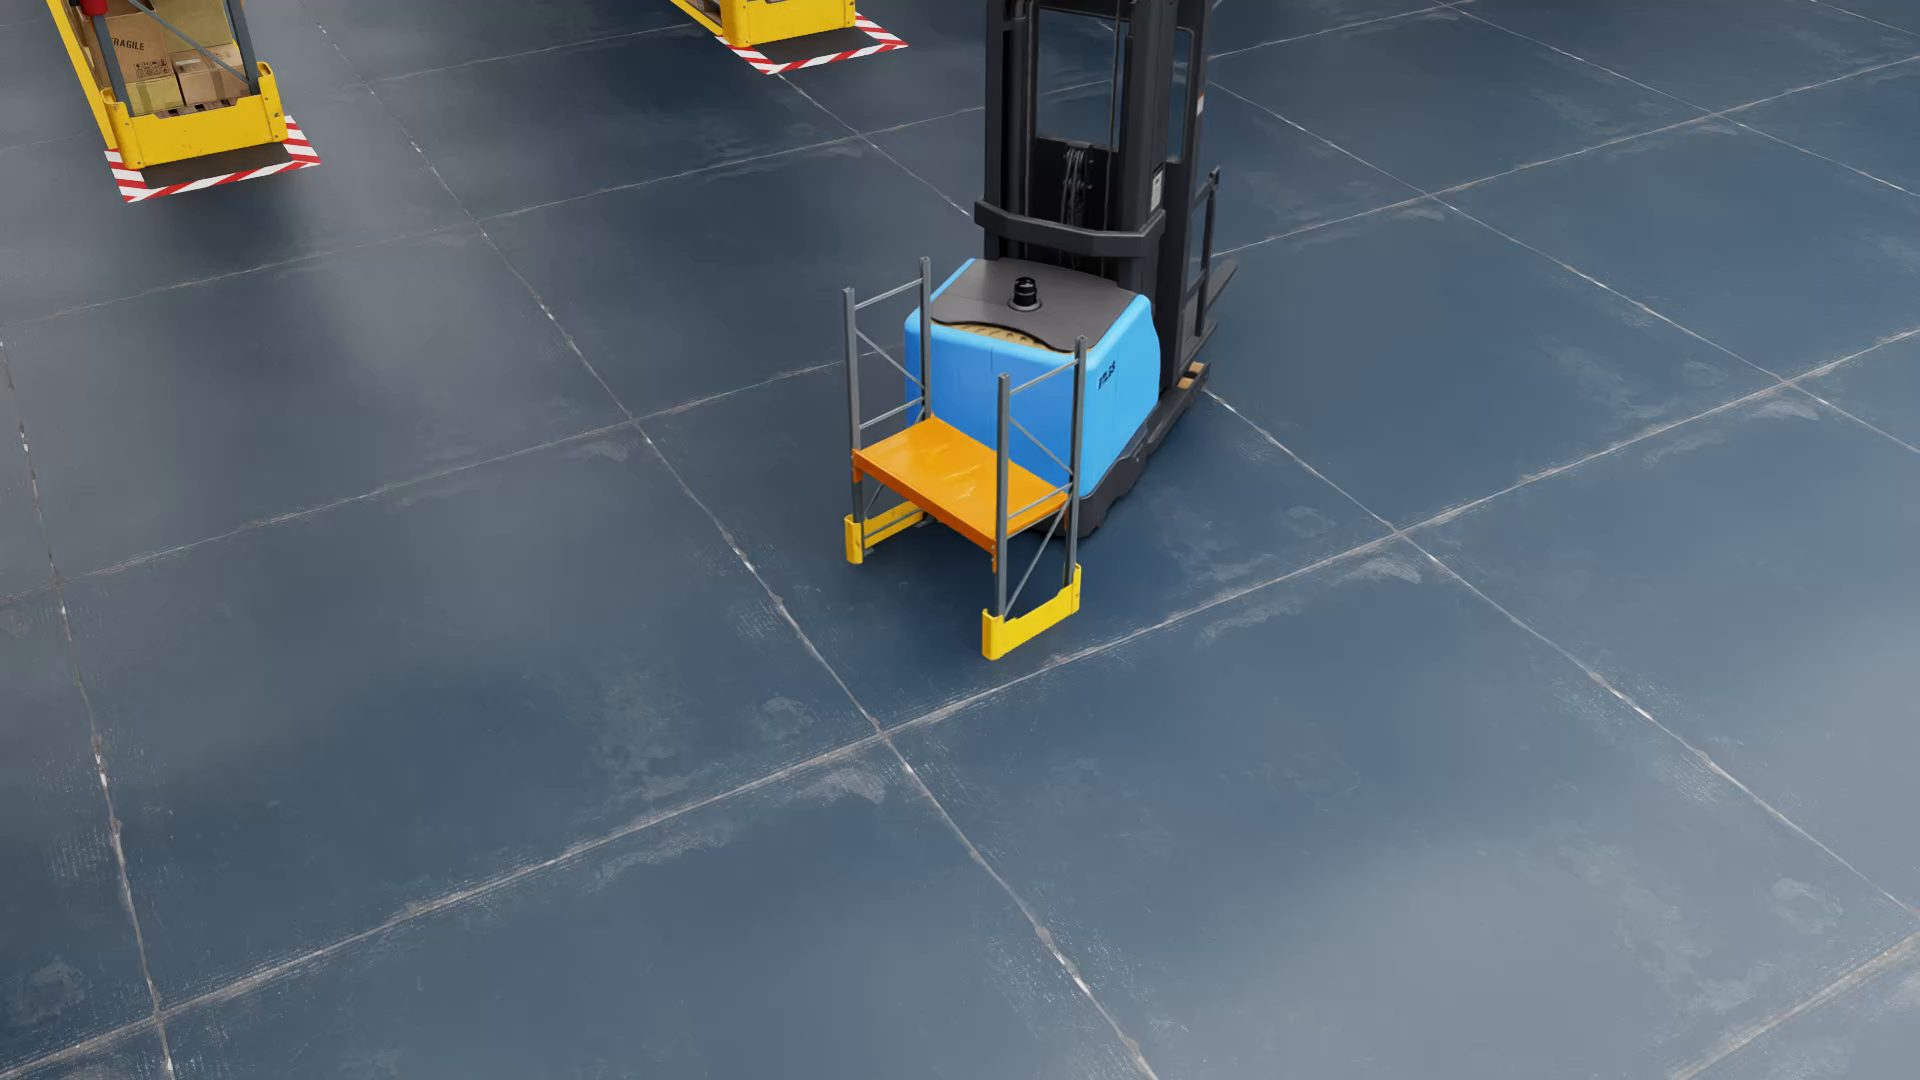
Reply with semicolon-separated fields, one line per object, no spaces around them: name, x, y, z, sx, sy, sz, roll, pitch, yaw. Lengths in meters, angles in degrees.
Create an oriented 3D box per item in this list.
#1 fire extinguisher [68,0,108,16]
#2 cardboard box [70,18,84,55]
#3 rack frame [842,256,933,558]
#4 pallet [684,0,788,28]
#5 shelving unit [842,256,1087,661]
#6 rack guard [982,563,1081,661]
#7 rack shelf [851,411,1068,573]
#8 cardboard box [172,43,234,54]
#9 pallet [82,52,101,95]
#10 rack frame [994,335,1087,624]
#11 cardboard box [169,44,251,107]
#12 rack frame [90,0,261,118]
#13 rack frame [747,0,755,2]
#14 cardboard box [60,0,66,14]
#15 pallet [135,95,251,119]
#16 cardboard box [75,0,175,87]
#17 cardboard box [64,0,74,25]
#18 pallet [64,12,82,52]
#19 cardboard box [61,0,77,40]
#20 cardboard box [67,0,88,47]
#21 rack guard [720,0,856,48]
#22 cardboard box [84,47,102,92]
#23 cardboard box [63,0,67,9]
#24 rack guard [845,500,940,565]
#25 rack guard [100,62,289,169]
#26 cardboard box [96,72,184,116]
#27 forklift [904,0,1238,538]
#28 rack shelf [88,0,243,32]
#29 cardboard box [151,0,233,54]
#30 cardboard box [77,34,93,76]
fire extinguisher;-6.041;-3.960;11.422;0.296;0.674;0.183;-19;40;-24
cardboard box;-6.987;-4.196;13.655;0.500;0.250;0.500;-19;40;-24
rack frame;-0.334;-0.610;8.041;0.500;1.500;0.032;-28;45;-33
pallet;-1.896;-4.970;15.103;1.003;0.211;1.213;-19;40;-24
shelving unit;0.002;-0.392;7.743;0.587;1.500;1.083;-28;45;-33
rack guard;0.338;0.330;7.814;0.587;0.250;0.087;-28;45;-33
rack shelf;0.008;-0.243;7.844;0.538;0.185;1.000;-28;45;-33
cardboard box;-6.030;-3.842;13.170;0.500;0.250;0.500;-19;40;-24
pallet;-6.728;-4.063;13.861;1.003;0.211;1.213;-19;40;-24
rack frame;0.351;-0.167;7.434;0.500;1.500;0.032;-28;45;-33
cardboard box;-5.775;-3.588;12.822;0.500;0.250;0.500;-19;40;-24
rack frame;-5.698;-4.190;11.670;1.000;3.000;0.127;-19;40;-24
rack frame;-1.414;-5.655;13.677;1.000;3.000;0.127;-19;40;-24
cardboard box;-7.490;-4.706;14.352;0.500;0.250;0.500;-19;40;-24
pallet;-6.119;-3.441;13.010;1.003;0.211;1.213;-19;40;-24
cardboard box;-6.225;-3.737;12.390;0.500;0.500;0.500;-19;40;-24
cardboard box;-6.990;-4.498;13.432;0.500;0.500;0.500;-19;40;-24
pallet;-7.345;-4.685;14.713;1.003;0.211;1.213;-19;40;-24
cardboard box;-7.243;-4.449;14.001;0.500;0.250;0.500;-19;40;-24
cardboard box;-6.740;-4.243;13.082;0.500;0.500;0.500;-19;40;-24
rack guard;-1.492;-4.671;14.449;1.175;0.500;0.348;-19;40;-24
cardboard box;-6.485;-3.686;12.956;0.500;0.250;0.500;-19;40;-24
cardboard box;-7.243;-4.752;13.780;0.500;0.500;0.500;-19;40;-24
rack guard;-0.333;-0.105;8.409;0.587;0.250;0.087;-28;45;-33
rack guard;-5.686;-3.168;12.391;1.175;0.500;0.348;-19;40;-24
cardboard box;-6.223;-3.435;12.612;0.500;0.250;0.500;-19;40;-24
forklift;0.802;-2.050;8.799;1.130;2.935;3.031;16;39;20
rack shelf;-6.703;-4.919;13.279;1.077;0.370;4.000;-19;40;-24
cardboard box;-6.028;-4.145;12.949;0.500;0.500;0.500;-19;40;-24
cardboard box;-6.737;-3.941;13.305;0.500;0.250;0.500;-19;40;-24
